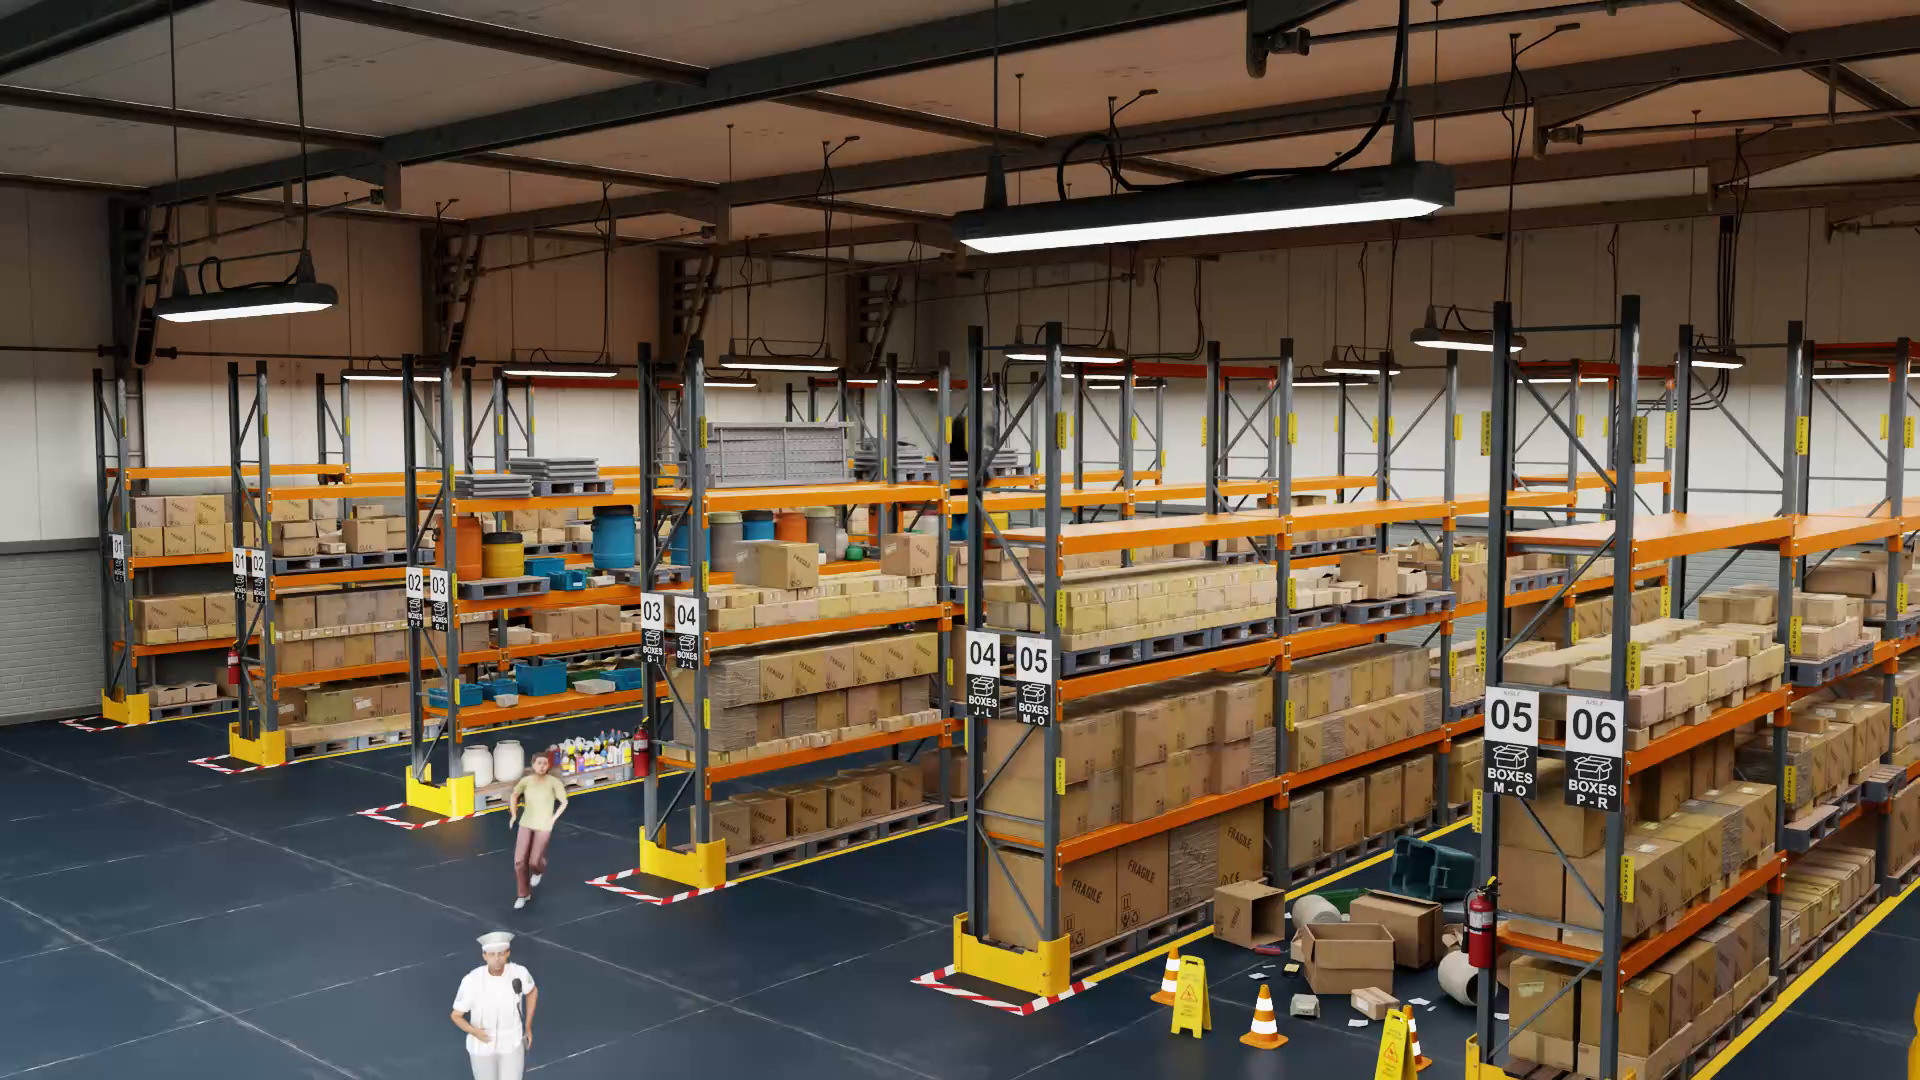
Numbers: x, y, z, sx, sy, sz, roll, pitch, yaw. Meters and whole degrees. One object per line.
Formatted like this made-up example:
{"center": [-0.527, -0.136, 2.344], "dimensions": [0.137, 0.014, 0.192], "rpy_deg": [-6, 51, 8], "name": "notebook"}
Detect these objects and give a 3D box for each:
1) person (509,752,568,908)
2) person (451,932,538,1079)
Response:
{"center": [-4.507, 3.067, 17.787], "dimensions": [0.610, 1.636, 0.626], "rpy_deg": [0, 4, 1], "name": "person"}
{"center": [-3.165, 3.485, 11.339], "dimensions": [0.571, 1.728, 0.846], "rpy_deg": [-1, 4, -14], "name": "person"}
